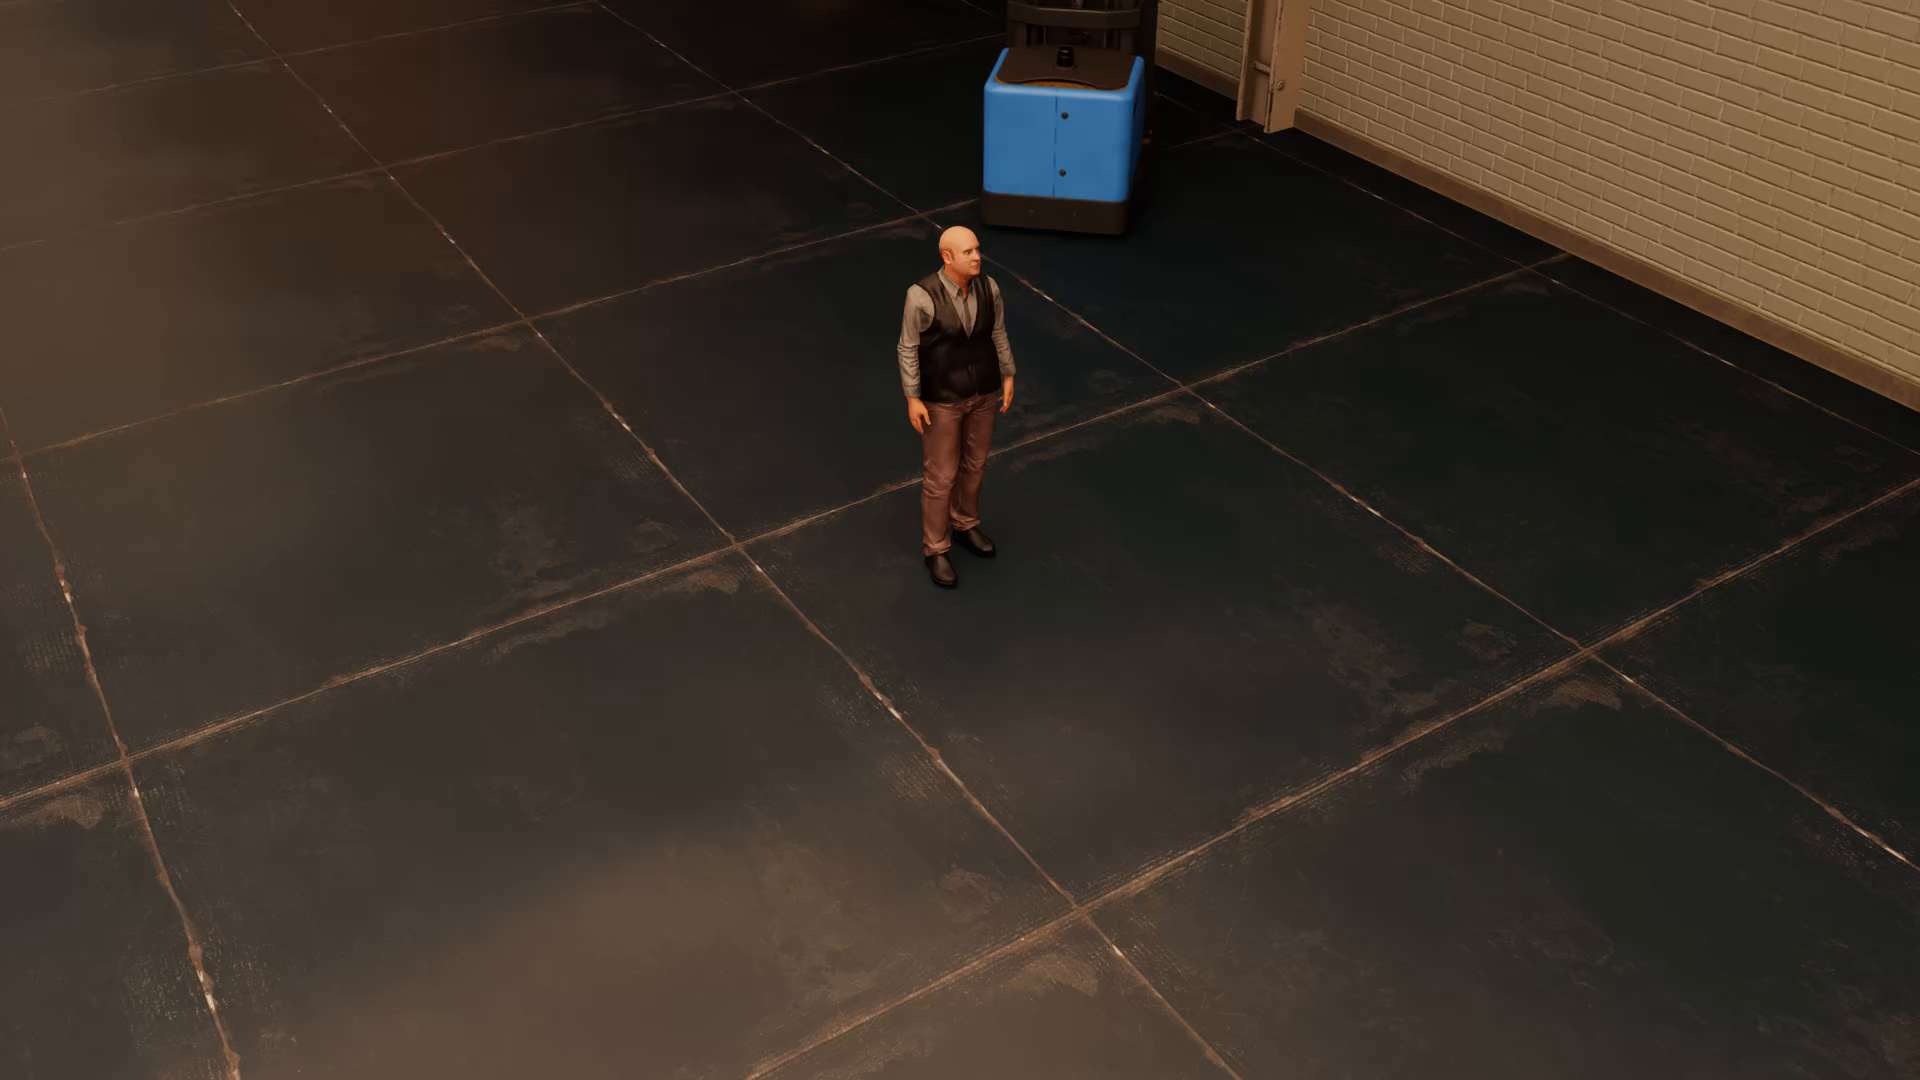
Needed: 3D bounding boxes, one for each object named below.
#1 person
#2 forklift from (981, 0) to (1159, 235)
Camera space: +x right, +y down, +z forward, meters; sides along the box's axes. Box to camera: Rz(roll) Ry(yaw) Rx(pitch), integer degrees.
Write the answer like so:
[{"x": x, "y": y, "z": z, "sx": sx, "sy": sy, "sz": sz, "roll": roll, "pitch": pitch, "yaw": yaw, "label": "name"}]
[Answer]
[{"x": 0.028, "y": -0.678, "z": 8.152, "sx": 0.633, "sy": 1.722, "sz": 0.566, "roll": -21, "pitch": 40, "yaw": -27, "label": "person"}, {"x": 0.927, "y": -4.170, "z": 12.082, "sx": 1.130, "sy": 2.935, "sz": 3.031, "roll": 6, "pitch": 36, "yaw": 9, "label": "forklift"}]
